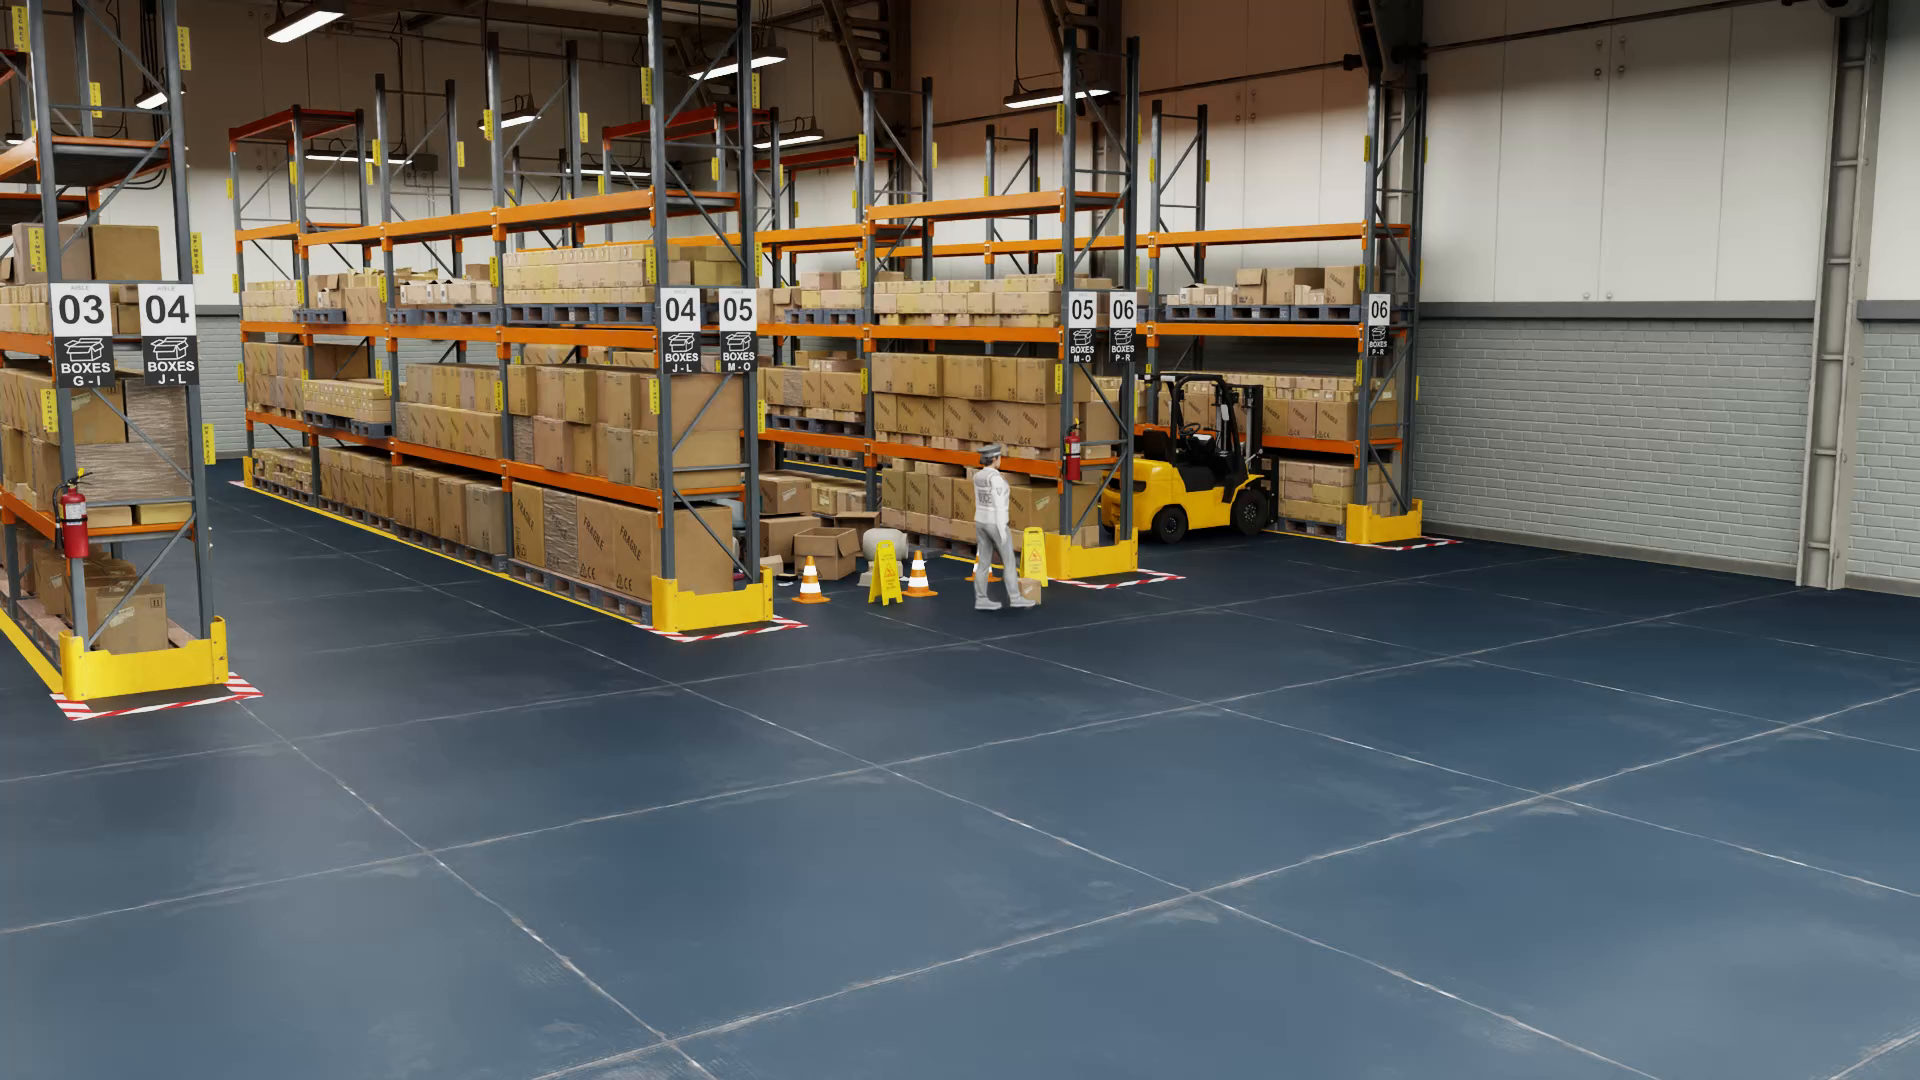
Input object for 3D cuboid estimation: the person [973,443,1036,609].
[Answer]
[{"bbox_3d":[0.424,-0.145,16.744,0.605,1.666,0.479,-6,10,-36],"label":"person"}]
